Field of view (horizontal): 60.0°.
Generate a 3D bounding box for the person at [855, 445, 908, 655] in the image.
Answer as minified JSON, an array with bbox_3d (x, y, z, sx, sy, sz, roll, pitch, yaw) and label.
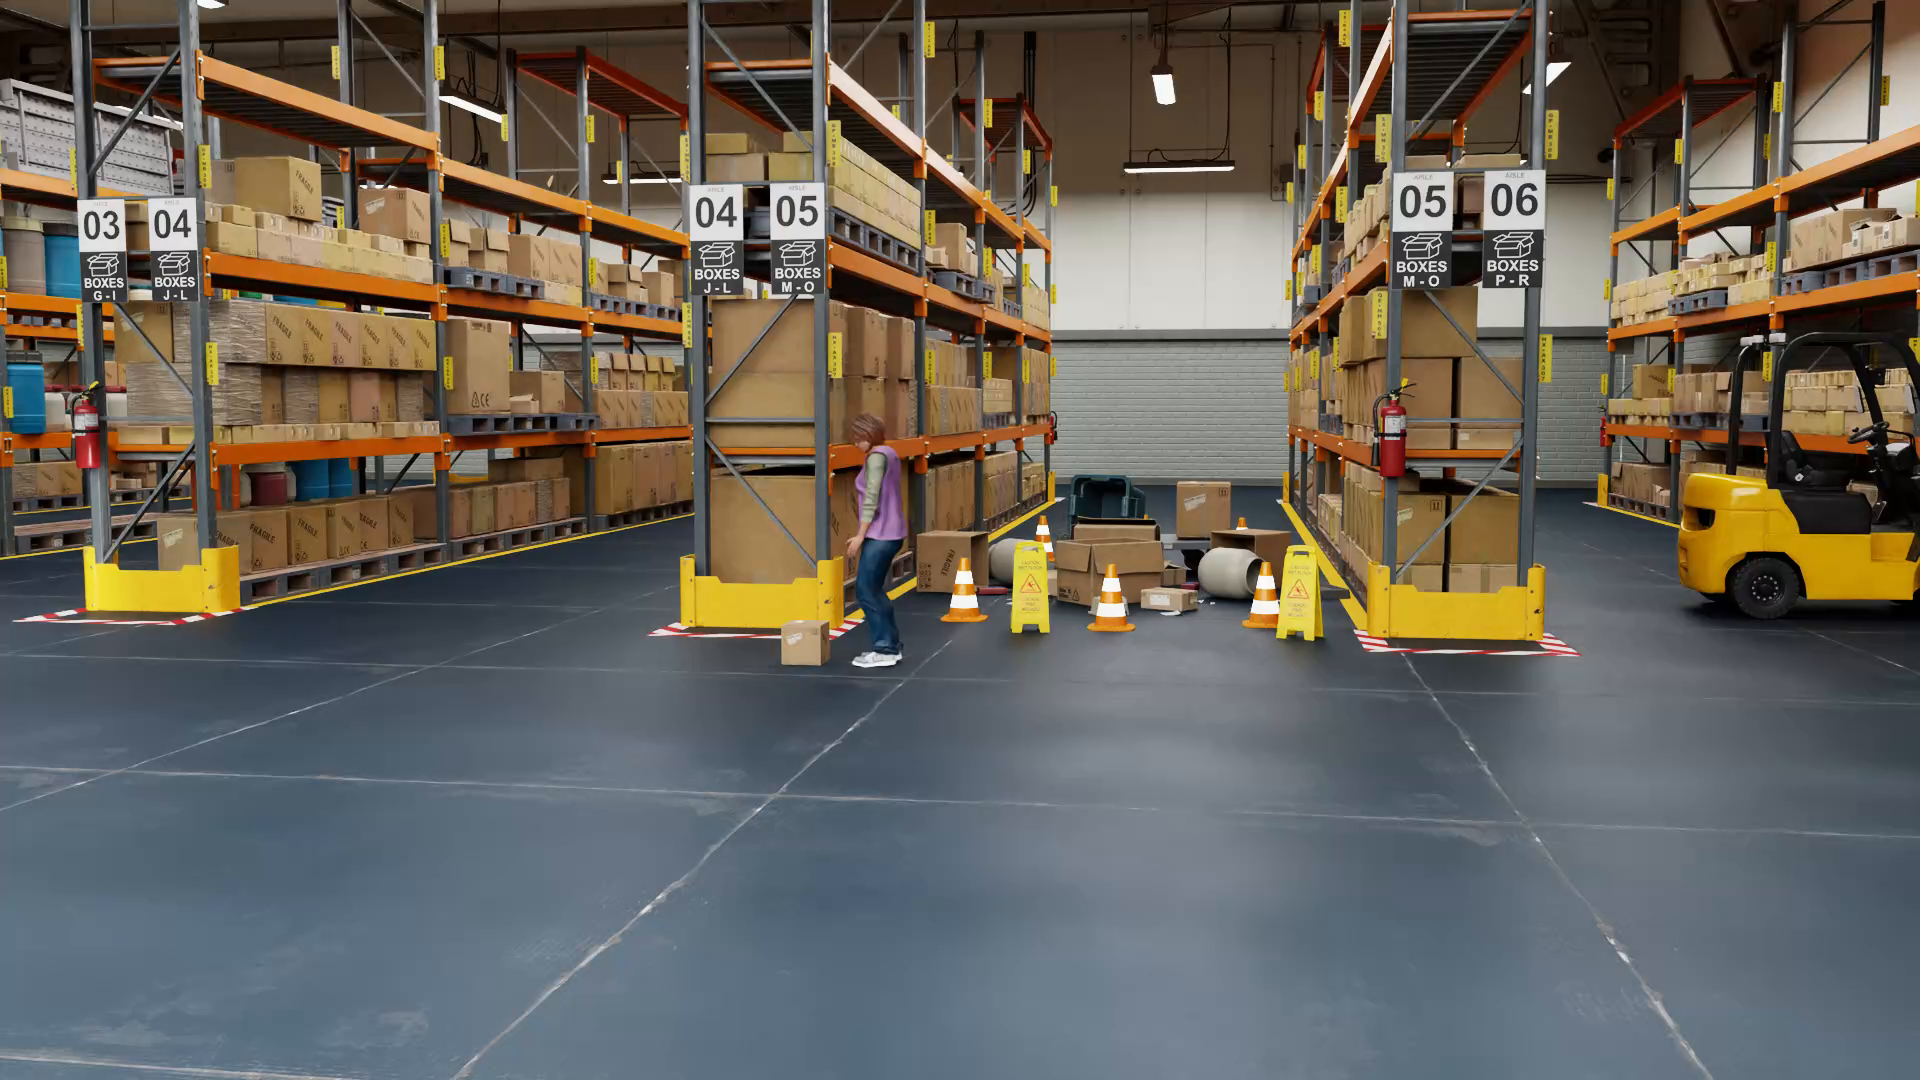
[{"bbox_3d":[-0.488,0.063,10.315,0.309,1.299,0.420,1,5,10],"label":"person"}]
